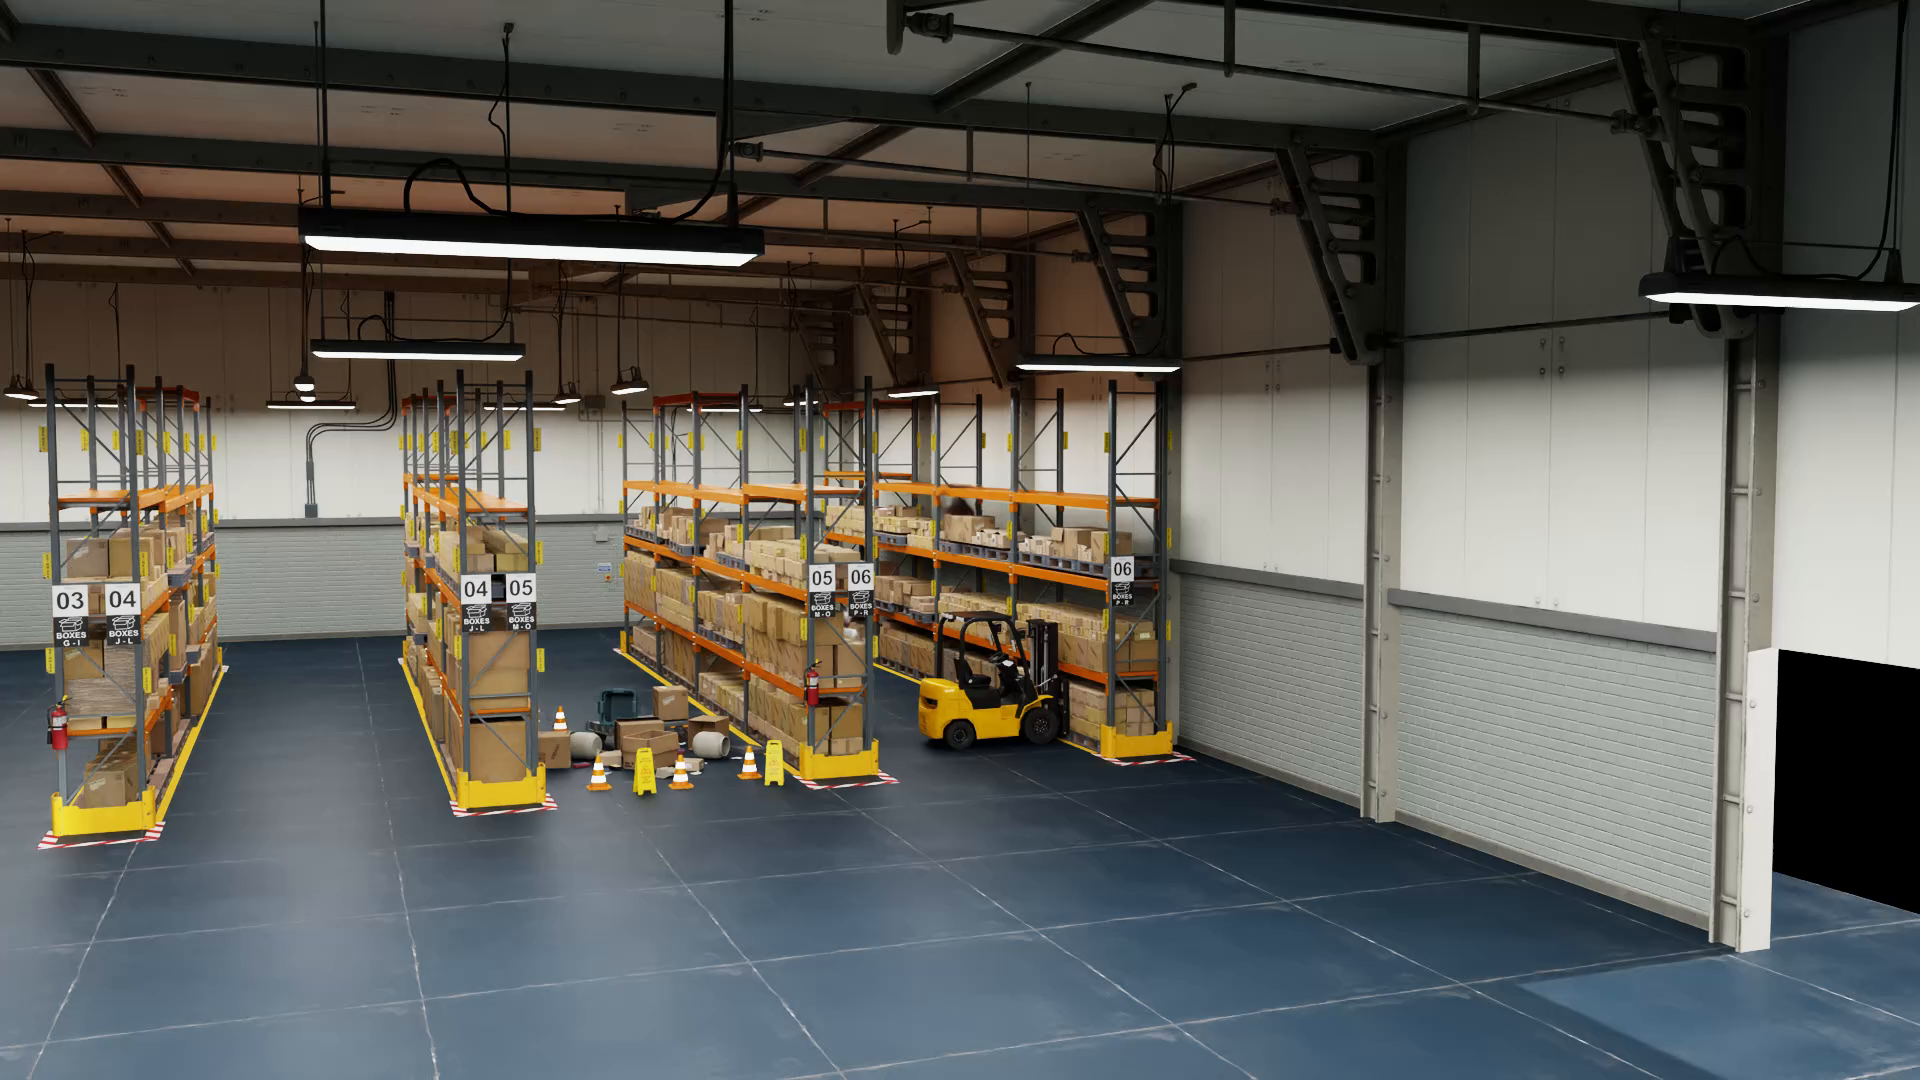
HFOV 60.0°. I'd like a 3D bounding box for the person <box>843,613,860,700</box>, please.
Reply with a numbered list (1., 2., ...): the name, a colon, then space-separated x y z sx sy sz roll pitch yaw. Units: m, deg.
1. person: -2.051 2.188 29.968 0.632 1.768 0.502 -1 3 -17
